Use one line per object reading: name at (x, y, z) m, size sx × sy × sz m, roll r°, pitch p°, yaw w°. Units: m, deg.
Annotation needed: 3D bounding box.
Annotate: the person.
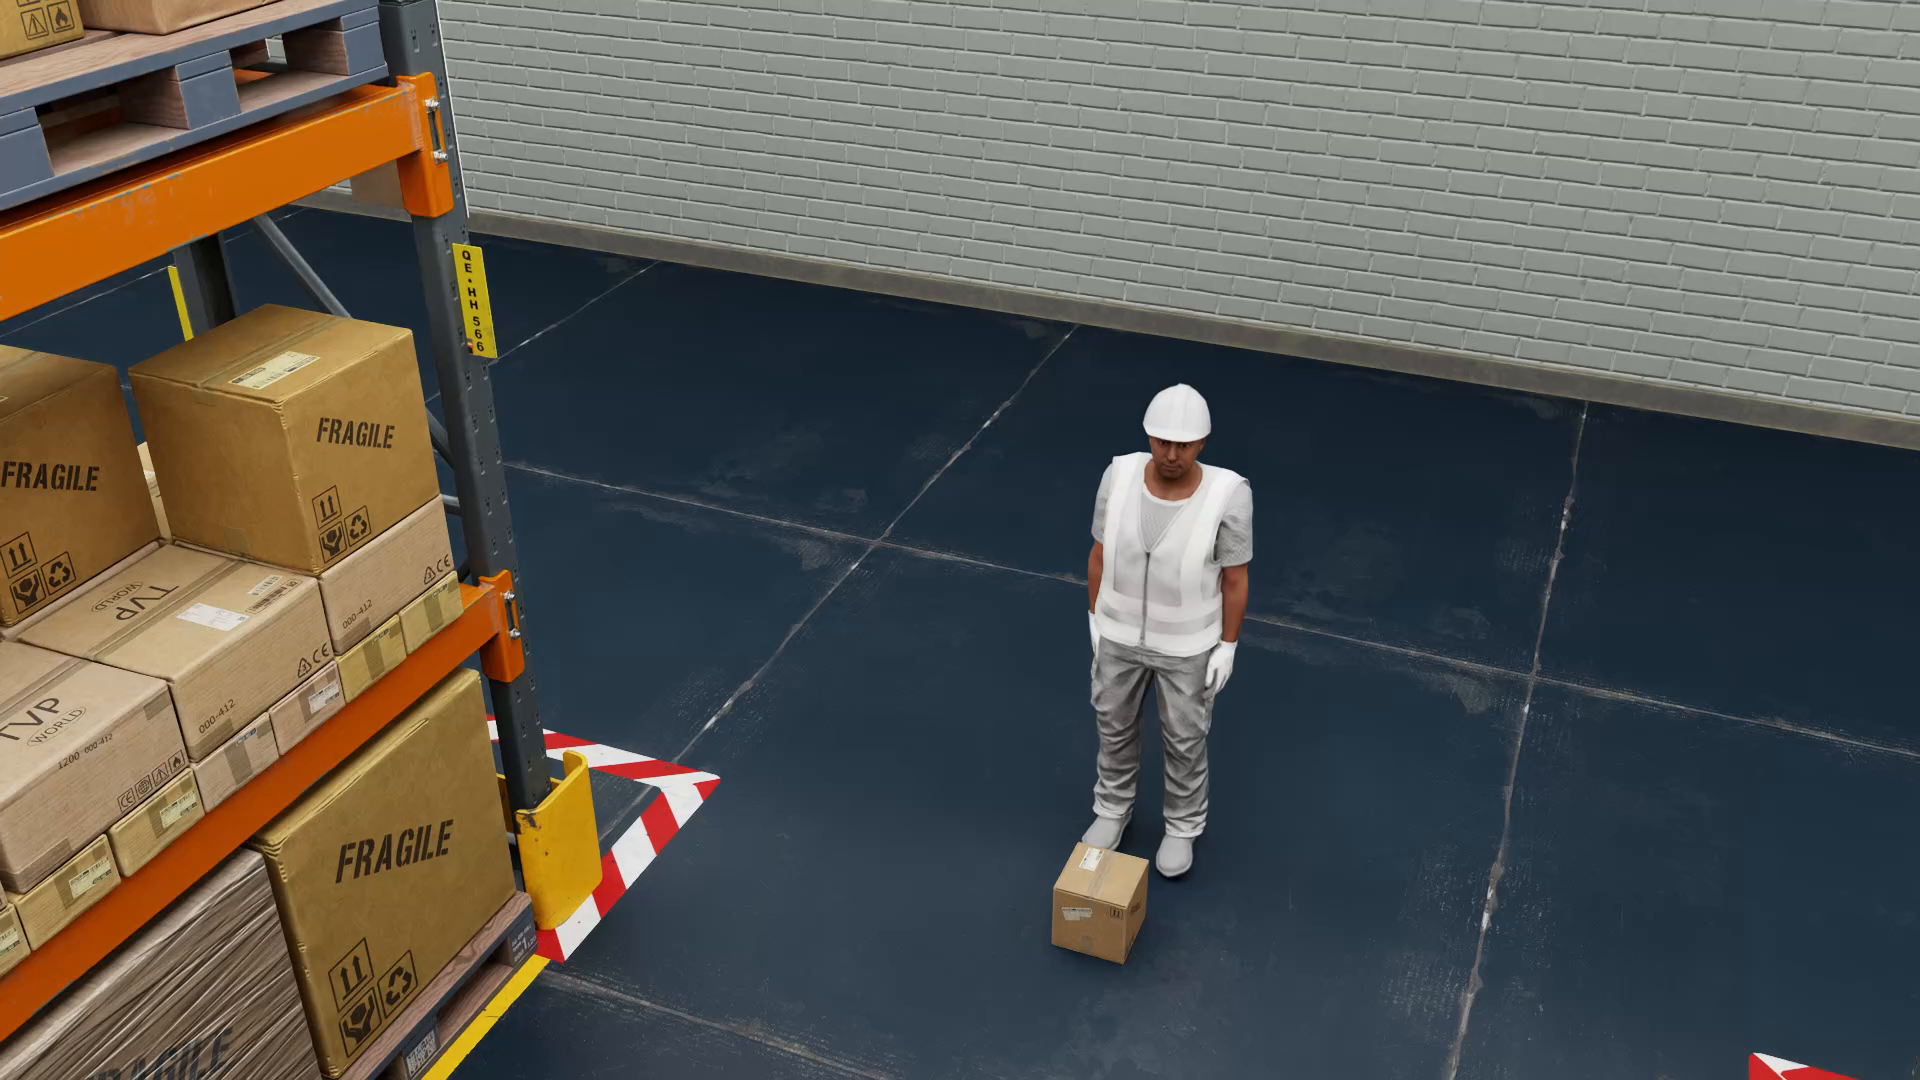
person at (0.673, 0.315, 5.549) m, size 0.542 × 1.781 × 0.352 m, roll 12°, pitch 32°, yaw 20°
